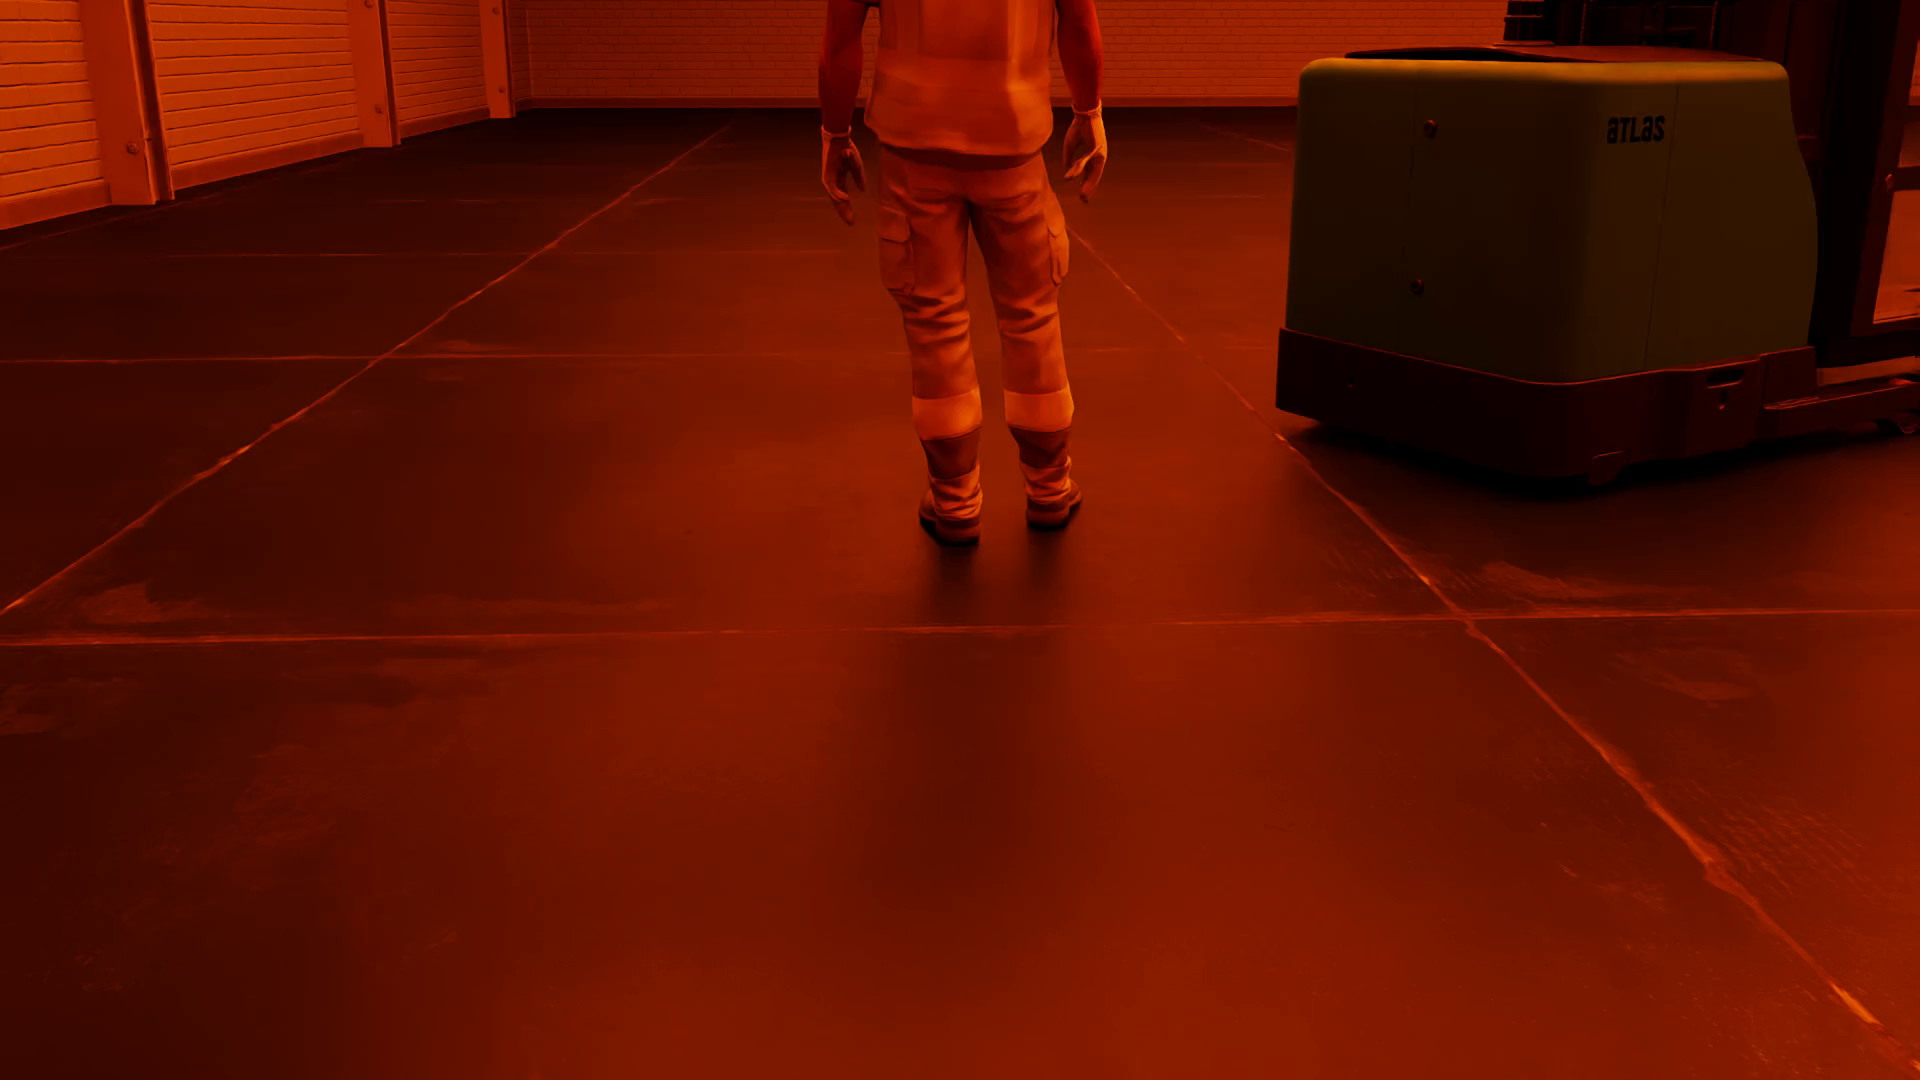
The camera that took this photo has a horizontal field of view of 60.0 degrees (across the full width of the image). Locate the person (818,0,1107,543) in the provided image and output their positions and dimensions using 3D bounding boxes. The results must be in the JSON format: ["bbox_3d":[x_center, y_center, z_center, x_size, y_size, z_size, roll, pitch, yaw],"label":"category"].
[{"bbox_3d":[0.008,-0.886,3.731,0.637,1.787,0.564,-1,17,-3],"label":"person"}]

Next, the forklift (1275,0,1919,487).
[{"bbox_3d":[2.472,-1.838,4.914,3.031,2.935,1.130,-10,20,-30],"label":"forklift"}]
